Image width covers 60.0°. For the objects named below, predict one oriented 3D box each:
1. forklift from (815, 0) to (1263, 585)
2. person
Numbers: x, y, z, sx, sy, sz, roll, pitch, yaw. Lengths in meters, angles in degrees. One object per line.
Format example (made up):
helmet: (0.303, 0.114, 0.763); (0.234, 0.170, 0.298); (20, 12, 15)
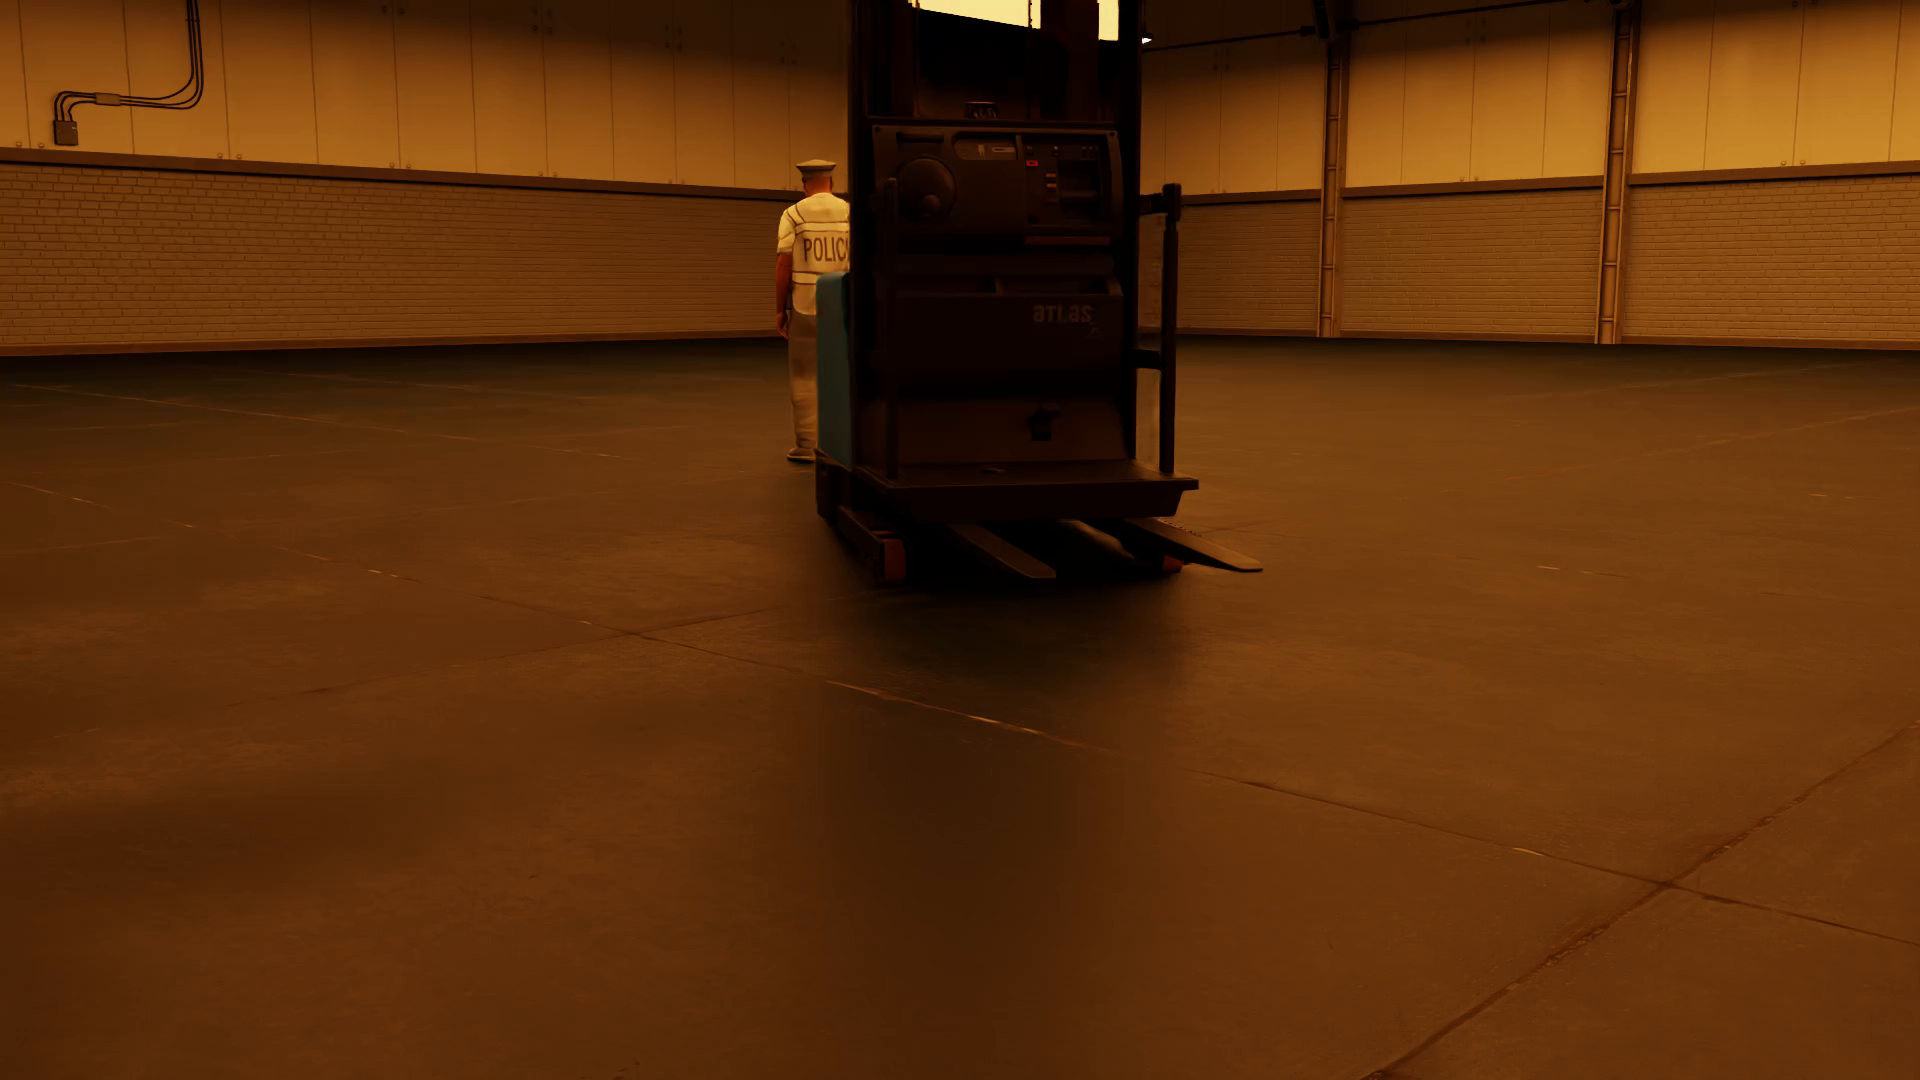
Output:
forklift: (0.189, -1.355, 5.872); (1.130, 2.935, 3.031); (-2, 9, -13)
person: (-0.788, -1.333, 9.700); (0.585, 1.747, 0.439); (-2, 9, -14)
